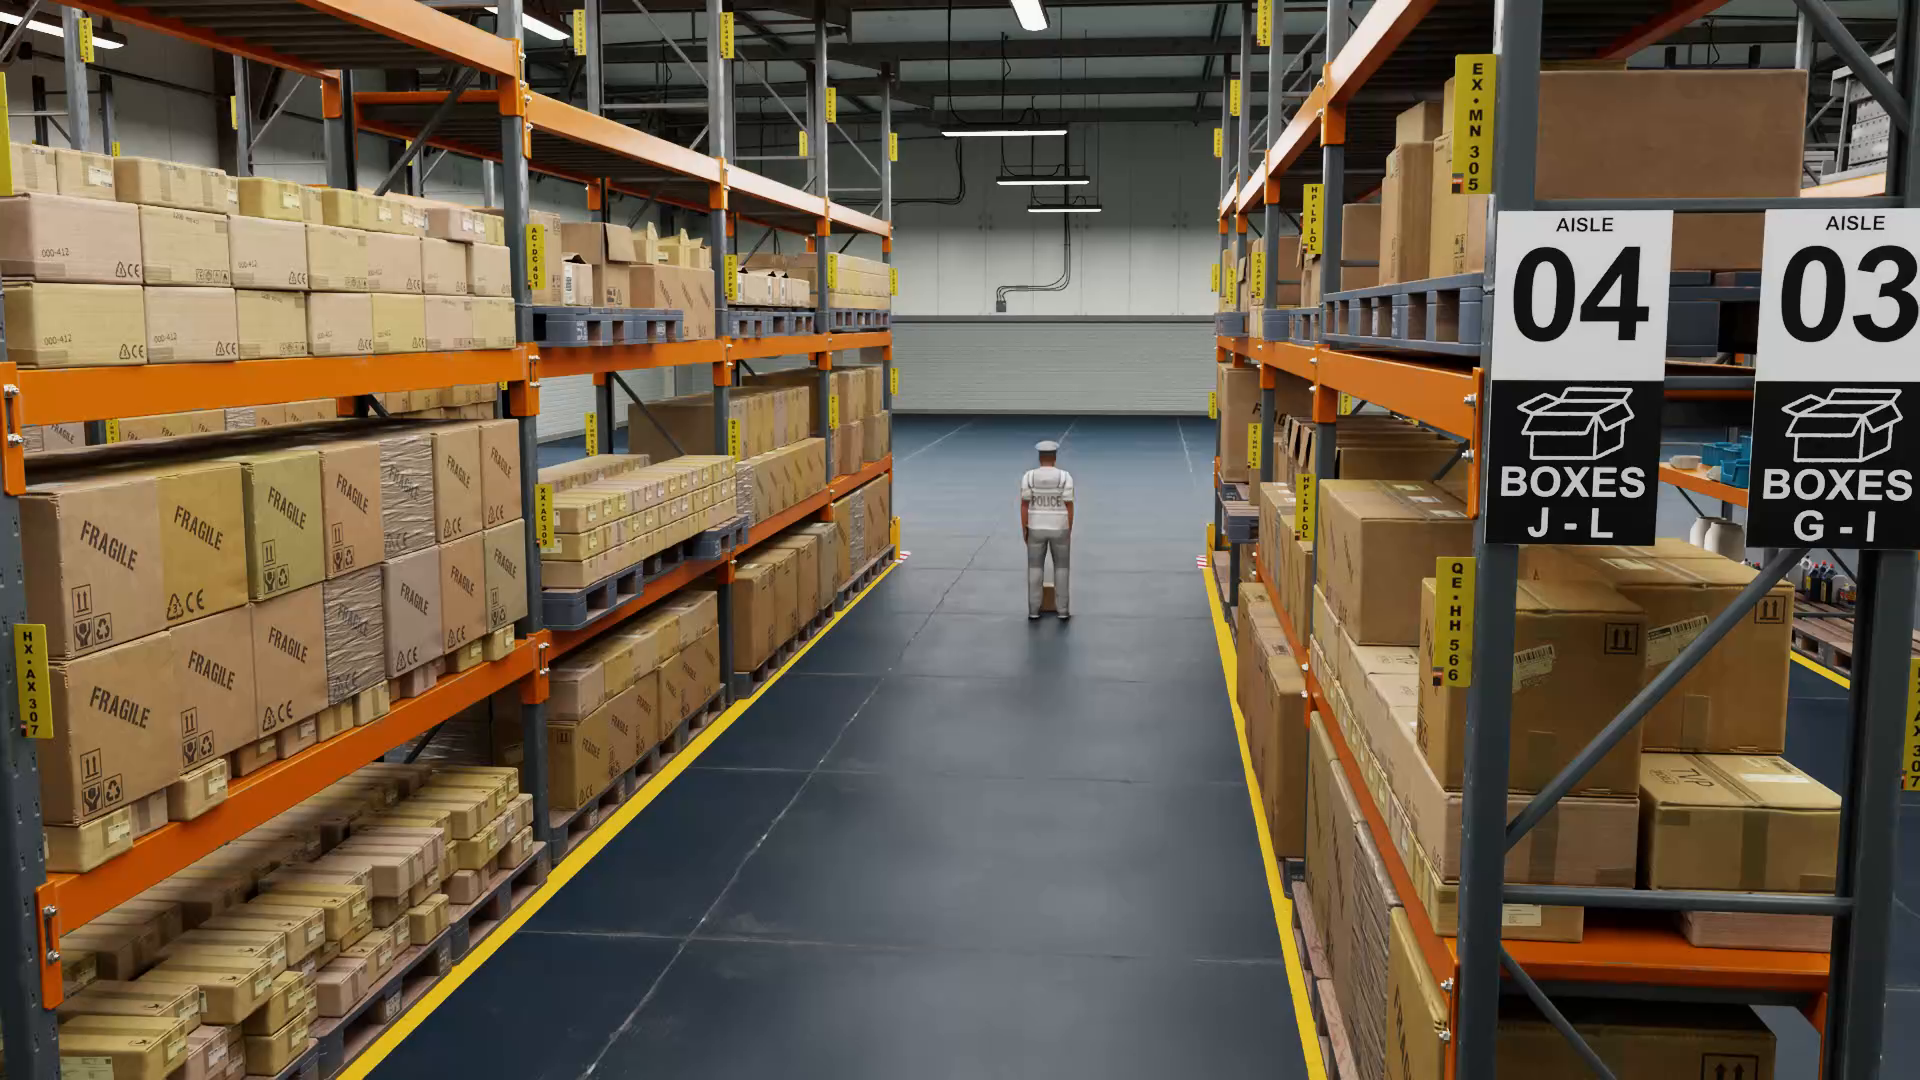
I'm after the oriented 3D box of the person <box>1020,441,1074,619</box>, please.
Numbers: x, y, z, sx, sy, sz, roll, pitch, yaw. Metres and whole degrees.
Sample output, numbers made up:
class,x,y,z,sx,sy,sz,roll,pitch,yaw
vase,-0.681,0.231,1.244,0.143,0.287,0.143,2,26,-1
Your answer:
class,x,y,z,sx,sy,sz,roll,pitch,yaw
person,0.864,-0.098,16.492,0.527,1.759,0.393,1,8,8
